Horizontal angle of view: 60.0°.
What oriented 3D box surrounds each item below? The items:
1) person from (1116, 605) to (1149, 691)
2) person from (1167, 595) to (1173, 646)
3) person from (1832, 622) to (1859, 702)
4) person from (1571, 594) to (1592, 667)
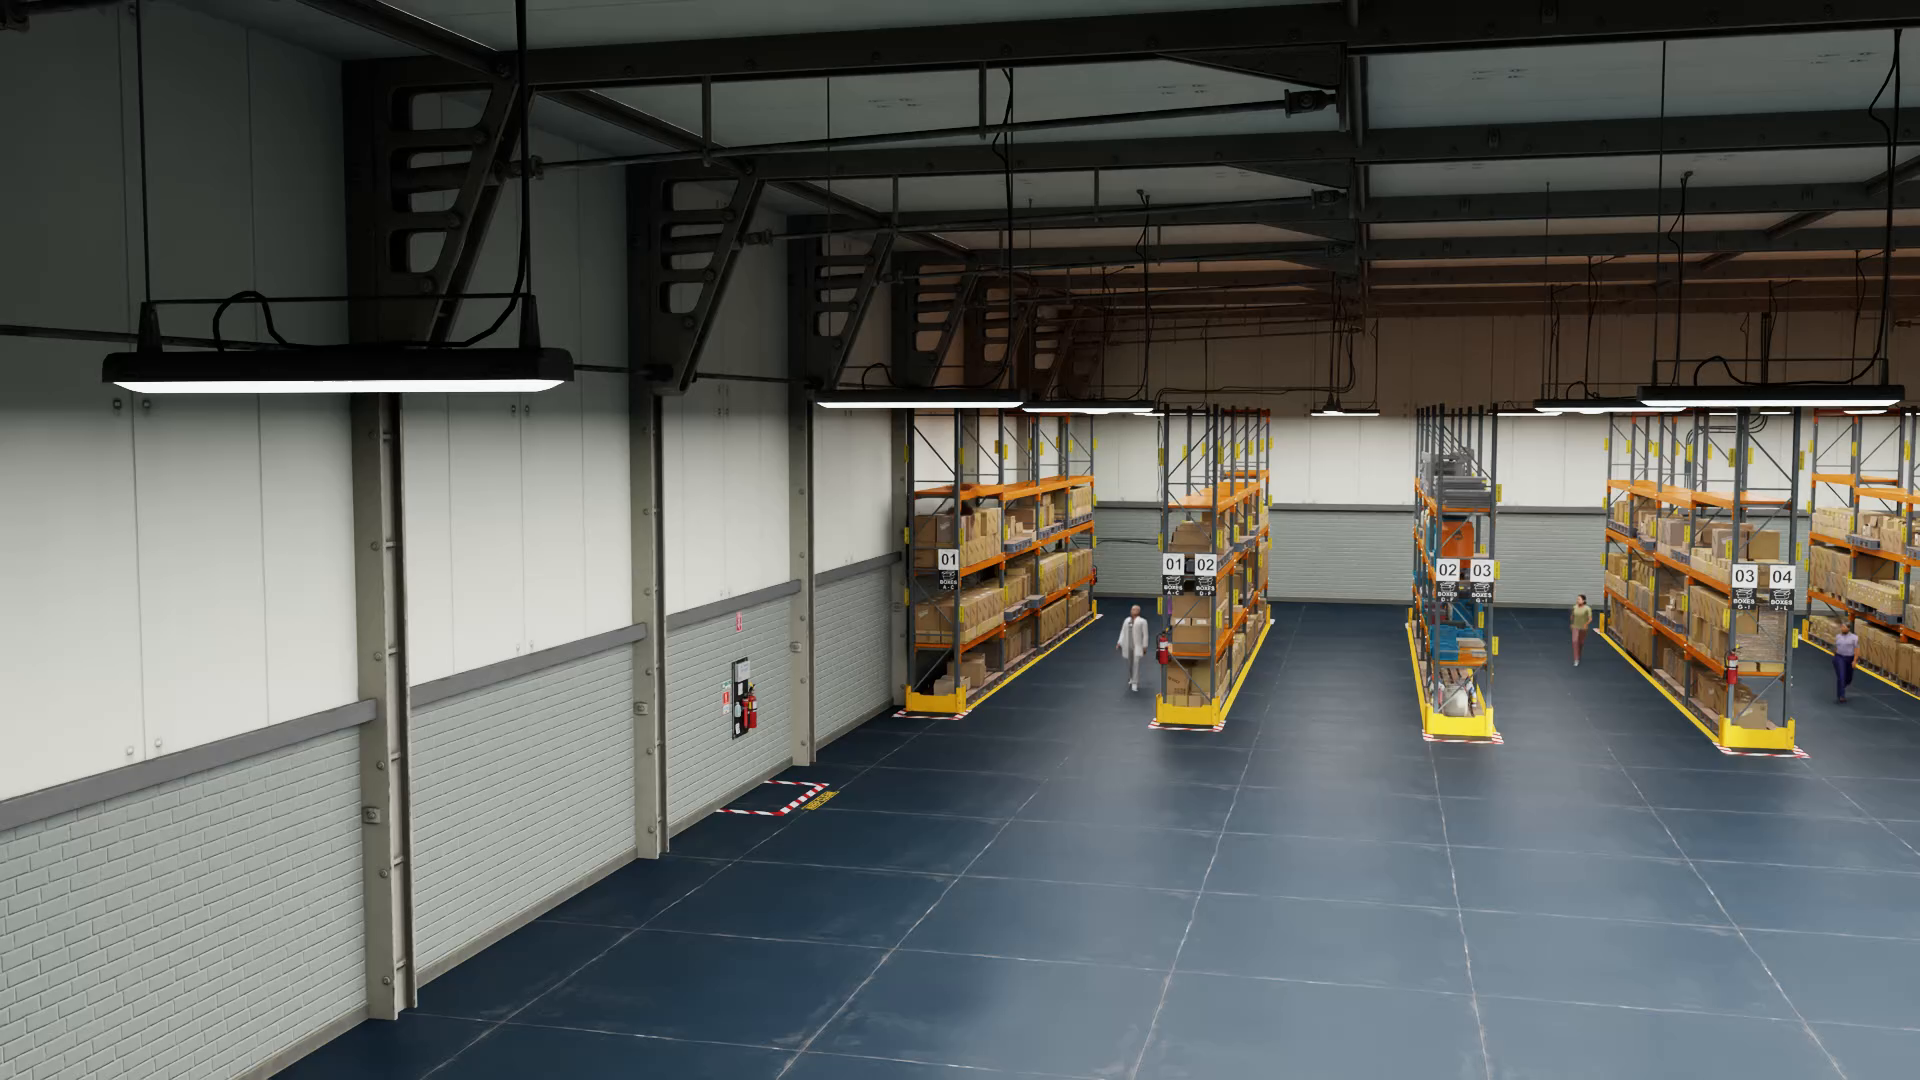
[{"bbox_3d":[3.662,2.267,35.321,0.654,1.738,1.019,1,4,17],"label":"person"},{"bbox_3d":[5.345,1.873,41.831,0.338,1.605,0.495,0,4,1],"label":"person"},{"bbox_3d":[18.008,2.459,33.865,0.455,1.585,0.952,1,4,8],"label":"person"},{"bbox_3d":[14.529,2.087,38.873,0.438,1.648,0.982,1,4,14],"label":"person"}]
